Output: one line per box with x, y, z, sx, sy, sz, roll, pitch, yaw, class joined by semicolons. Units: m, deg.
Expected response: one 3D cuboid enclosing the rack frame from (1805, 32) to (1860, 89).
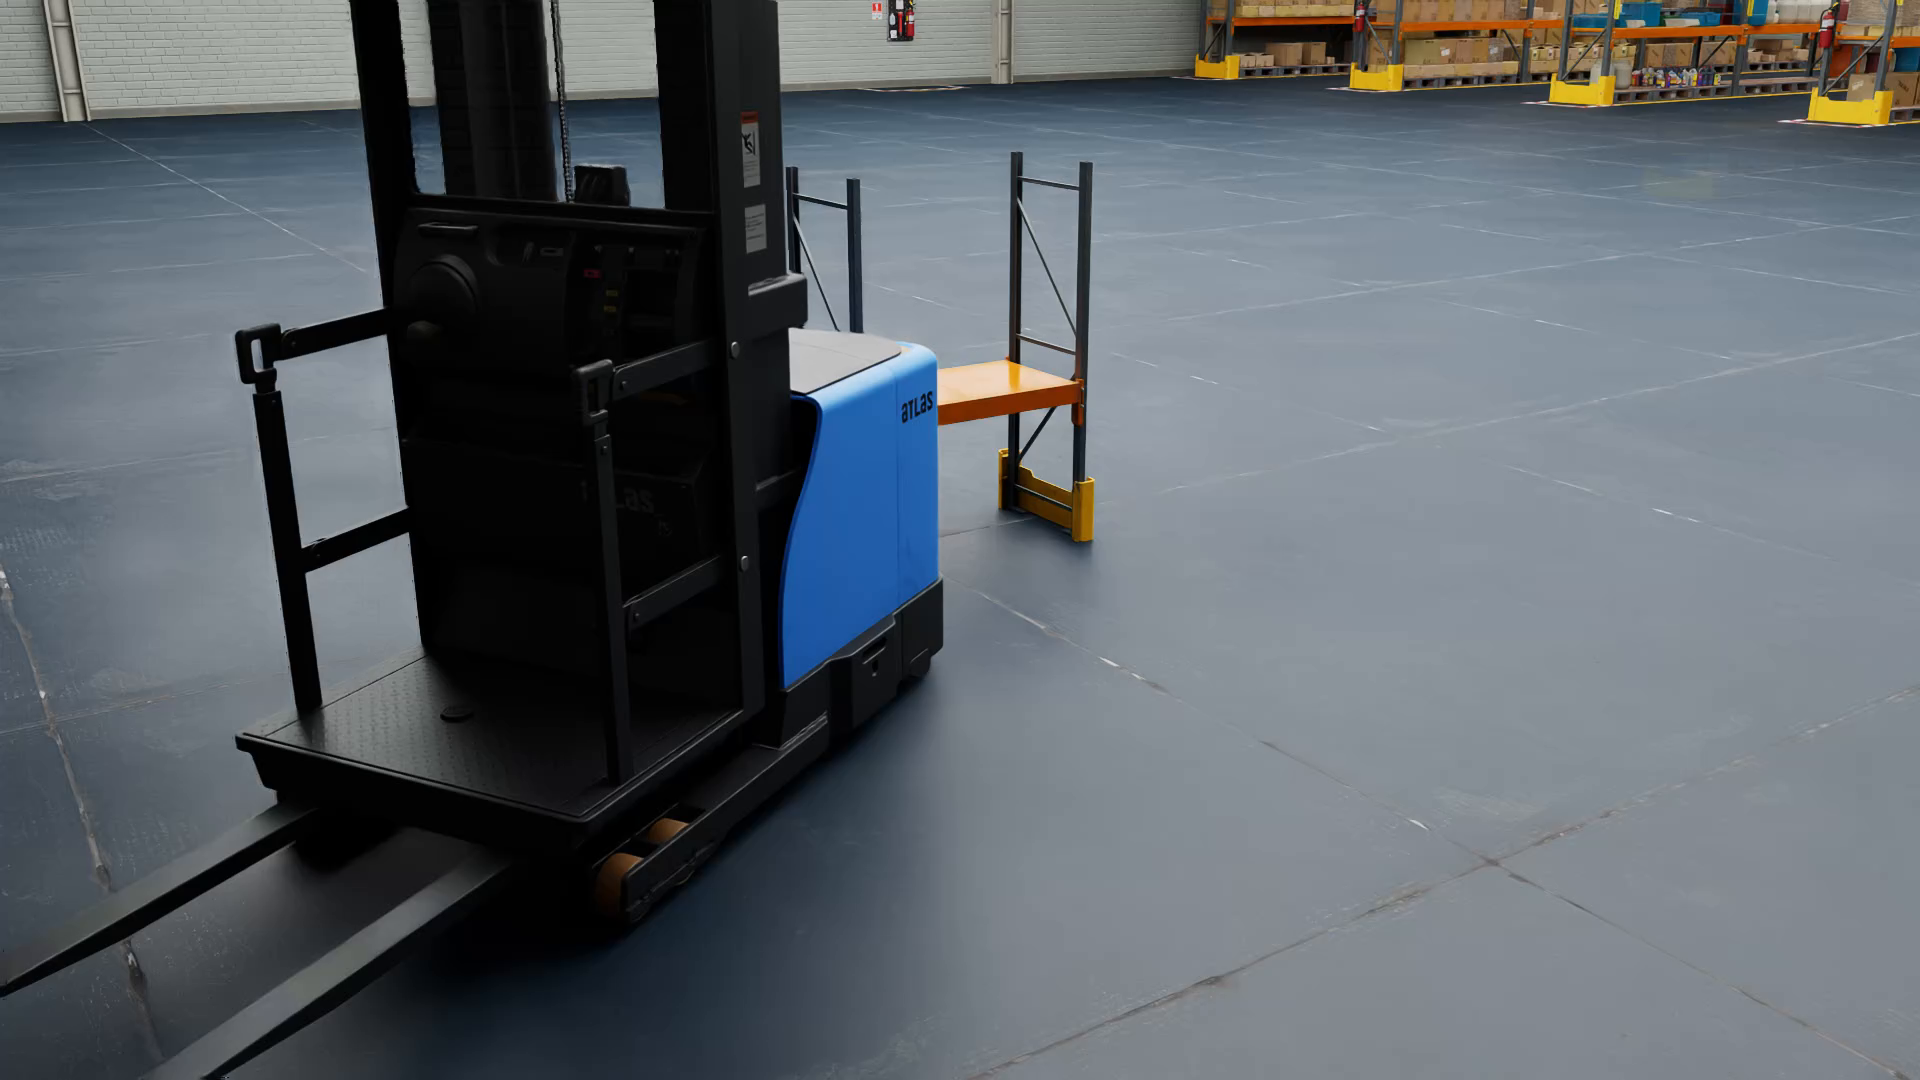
17.938;-10.760;33.889;0.127;3.000;1.000;-12;22;-31;rack frame

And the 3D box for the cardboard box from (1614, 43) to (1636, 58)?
14.915;-11.089;37.625;0.500;0.311;0.500;-11;22;-30;cardboard box

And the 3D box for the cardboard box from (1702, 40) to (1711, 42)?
18.020;-11.794;40.164;0.500;0.500;0.500;-13;23;-34;cardboard box

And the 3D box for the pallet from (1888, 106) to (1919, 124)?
14.742;-6.852;26.683;1.213;0.211;1.003;-12;22;-31;pallet

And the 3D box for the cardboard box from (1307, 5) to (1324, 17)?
8.088;-12.301;38.650;0.500;0.250;0.500;-12;22;-32;cardboard box

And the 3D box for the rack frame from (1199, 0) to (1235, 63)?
5.808;-12.001;37.559;0.127;3.000;1.000;-12;22;-31;rack frame

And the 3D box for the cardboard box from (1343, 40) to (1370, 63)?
9.754;-11.864;40.369;0.500;0.500;0.700;-11;22;-30;cardboard box

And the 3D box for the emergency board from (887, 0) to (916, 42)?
-1.179;-10.874;34.224;0.643;1.169;0.194;-12;22;-31;emergency board

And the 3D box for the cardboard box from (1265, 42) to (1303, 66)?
7.552;-11.339;38.818;0.500;0.500;0.700;-14;23;-35;cardboard box

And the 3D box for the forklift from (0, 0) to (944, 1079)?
-1.138;-0.623;4.011;1.130;2.935;3.031;9;20;24;forklift

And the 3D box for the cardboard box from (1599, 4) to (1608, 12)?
14.364;-11.938;37.511;0.500;0.311;0.500;-12;22;-32;cardboard box

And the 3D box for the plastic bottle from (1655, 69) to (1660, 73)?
13.377;-8.895;31.925;0.133;0.283;0.061;-11;21;-29;plastic bottle

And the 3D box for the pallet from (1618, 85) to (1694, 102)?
12.994;-8.411;31.295;1.213;0.211;1.003;-12;22;-31;pallet

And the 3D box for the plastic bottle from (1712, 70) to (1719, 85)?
14.377;-8.804;31.657;0.133;0.283;0.061;-11;21;-29;plastic bottle

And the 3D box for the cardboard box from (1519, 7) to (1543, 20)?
12.264;-11.408;36.041;0.500;0.250;0.500;-10;21;-28;cardboard box

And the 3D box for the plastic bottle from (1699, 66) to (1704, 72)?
14.139;-8.857;31.709;0.185;0.351;0.144;-12;22;-31;plastic bottle

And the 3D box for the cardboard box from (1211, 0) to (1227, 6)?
6.085;-12.434;37.873;0.500;0.500;0.500;-12;22;-32;cardboard box

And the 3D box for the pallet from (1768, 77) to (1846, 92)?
17.270;-9.313;33.962;1.213;0.211;1.003;-12;22;-31;pallet

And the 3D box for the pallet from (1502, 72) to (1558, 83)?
12.470;-10.200;36.587;1.213;0.211;1.003;-12;22;-31;pallet

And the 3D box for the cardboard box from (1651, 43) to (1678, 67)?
16.189;-11.207;38.428;0.500;0.500;0.500;-13;23;-33;cardboard box

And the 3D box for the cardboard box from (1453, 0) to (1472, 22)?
10.224;-11.076;34.667;0.500;0.500;0.700;-11;22;-30;cardboard box

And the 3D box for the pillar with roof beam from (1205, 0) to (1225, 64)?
8.285;-14.046;34.241;0.400;9.000;9.100;-12;22;-31;pillar with roof beam

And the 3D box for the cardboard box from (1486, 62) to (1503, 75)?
11.186;-10.052;35.431;0.500;0.250;0.500;-12;22;-31;cardboard box

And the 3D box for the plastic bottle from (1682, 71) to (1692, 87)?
13.650;-8.665;31.257;0.135;0.276;0.152;-11;22;-30;plastic bottle

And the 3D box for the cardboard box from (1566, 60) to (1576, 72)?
13.208;-10.464;36.650;0.500;0.250;0.500;-13;22;-33;cardboard box

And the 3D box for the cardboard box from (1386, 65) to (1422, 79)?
9.106;-9.608;34.118;0.500;0.250;0.500;-12;22;-31;cardboard box

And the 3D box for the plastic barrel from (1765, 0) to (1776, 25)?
15.517;-10.230;32.108;0.433;0.535;0.433;0;19;0;plastic barrel

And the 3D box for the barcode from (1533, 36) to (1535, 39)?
12.318;-10.794;35.705;0.075;0.075;0.001;-12;22;-31;barcode

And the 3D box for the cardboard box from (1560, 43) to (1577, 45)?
13.757;-11.050;37.508;0.500;0.311;0.500;-13;22;-33;cardboard box

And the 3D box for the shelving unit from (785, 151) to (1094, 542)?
-0.064;-0.697;6.465;1.083;1.500;0.587;-12;22;-31;shelving unit

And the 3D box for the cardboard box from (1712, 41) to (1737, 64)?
18.303;-11.651;39.740;0.500;0.500;0.500;-12;22;-32;cardboard box

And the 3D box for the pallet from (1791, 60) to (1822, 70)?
21.170;-12.019;41.969;1.213;0.211;1.003;-12;22;-31;pallet

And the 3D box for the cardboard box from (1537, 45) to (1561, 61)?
12.779;-10.636;36.284;0.500;0.311;0.500;-12;22;-32;cardboard box

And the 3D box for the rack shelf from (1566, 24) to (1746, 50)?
12.927;-9.362;30.878;4.000;0.370;1.077;-12;22;-31;rack shelf

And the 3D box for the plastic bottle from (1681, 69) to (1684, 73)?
13.894;-8.946;32.076;0.133;0.283;0.061;-12;22;-31;plastic bottle

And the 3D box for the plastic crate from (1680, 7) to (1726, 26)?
14.090;-9.968;31.642;0.504;0.338;0.767;-12;22;-31;plastic crate

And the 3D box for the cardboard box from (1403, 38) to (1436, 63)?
9.647;-10.282;34.942;0.500;0.500;0.500;-12;22;-31;cardboard box

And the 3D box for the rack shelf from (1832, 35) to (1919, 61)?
15.651;-8.038;26.959;4.000;0.370;1.077;-12;22;-31;rack shelf

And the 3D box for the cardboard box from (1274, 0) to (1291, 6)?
7.225;-12.472;37.984;0.500;0.500;0.500;-13;22;-33;cardboard box

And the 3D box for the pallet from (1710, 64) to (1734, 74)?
17.899;-11.316;39.887;1.213;0.211;1.003;-12;22;-31;pallet

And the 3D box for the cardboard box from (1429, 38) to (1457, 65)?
9.933;-10.143;34.531;0.500;0.500;0.500;-12;22;-31;cardboard box

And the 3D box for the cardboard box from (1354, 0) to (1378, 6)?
9.593;-13.042;39.795;0.500;0.500;0.700;-12;22;-31;cardboard box

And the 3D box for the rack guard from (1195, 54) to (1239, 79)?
5.872;-10.830;37.999;0.348;0.500;1.175;-12;22;-31;rack guard

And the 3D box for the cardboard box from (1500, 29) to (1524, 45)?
13.911;-12.837;42.735;0.750;0.750;0.750;-12;22;-32;cardboard box

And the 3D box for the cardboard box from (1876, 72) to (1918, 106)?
14.992;-7.261;26.785;0.500;0.500;0.500;-6;20;-17;cardboard box

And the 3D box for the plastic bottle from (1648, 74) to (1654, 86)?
13.130;-8.742;31.600;0.097;0.201;0.097;0;19;0;plastic bottle

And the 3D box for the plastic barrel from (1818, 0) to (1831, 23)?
17.197;-10.575;33.166;0.421;0.512;0.421;0;19;0;plastic barrel

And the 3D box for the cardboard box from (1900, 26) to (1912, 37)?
14.569;-7.932;25.917;0.250;0.149;0.380;-12;22;-31;cardboard box

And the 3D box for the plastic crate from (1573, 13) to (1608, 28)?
11.510;-9.449;30.242;0.616;0.251;0.499;-12;22;-31;plastic crate

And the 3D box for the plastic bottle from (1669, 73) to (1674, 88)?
13.229;-8.563;30.964;0.097;0.271;0.097;0;19;0;plastic bottle

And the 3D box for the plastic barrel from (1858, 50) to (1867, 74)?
18.760;-9.994;34.853;0.421;0.512;0.421;0;19;0;plastic barrel
